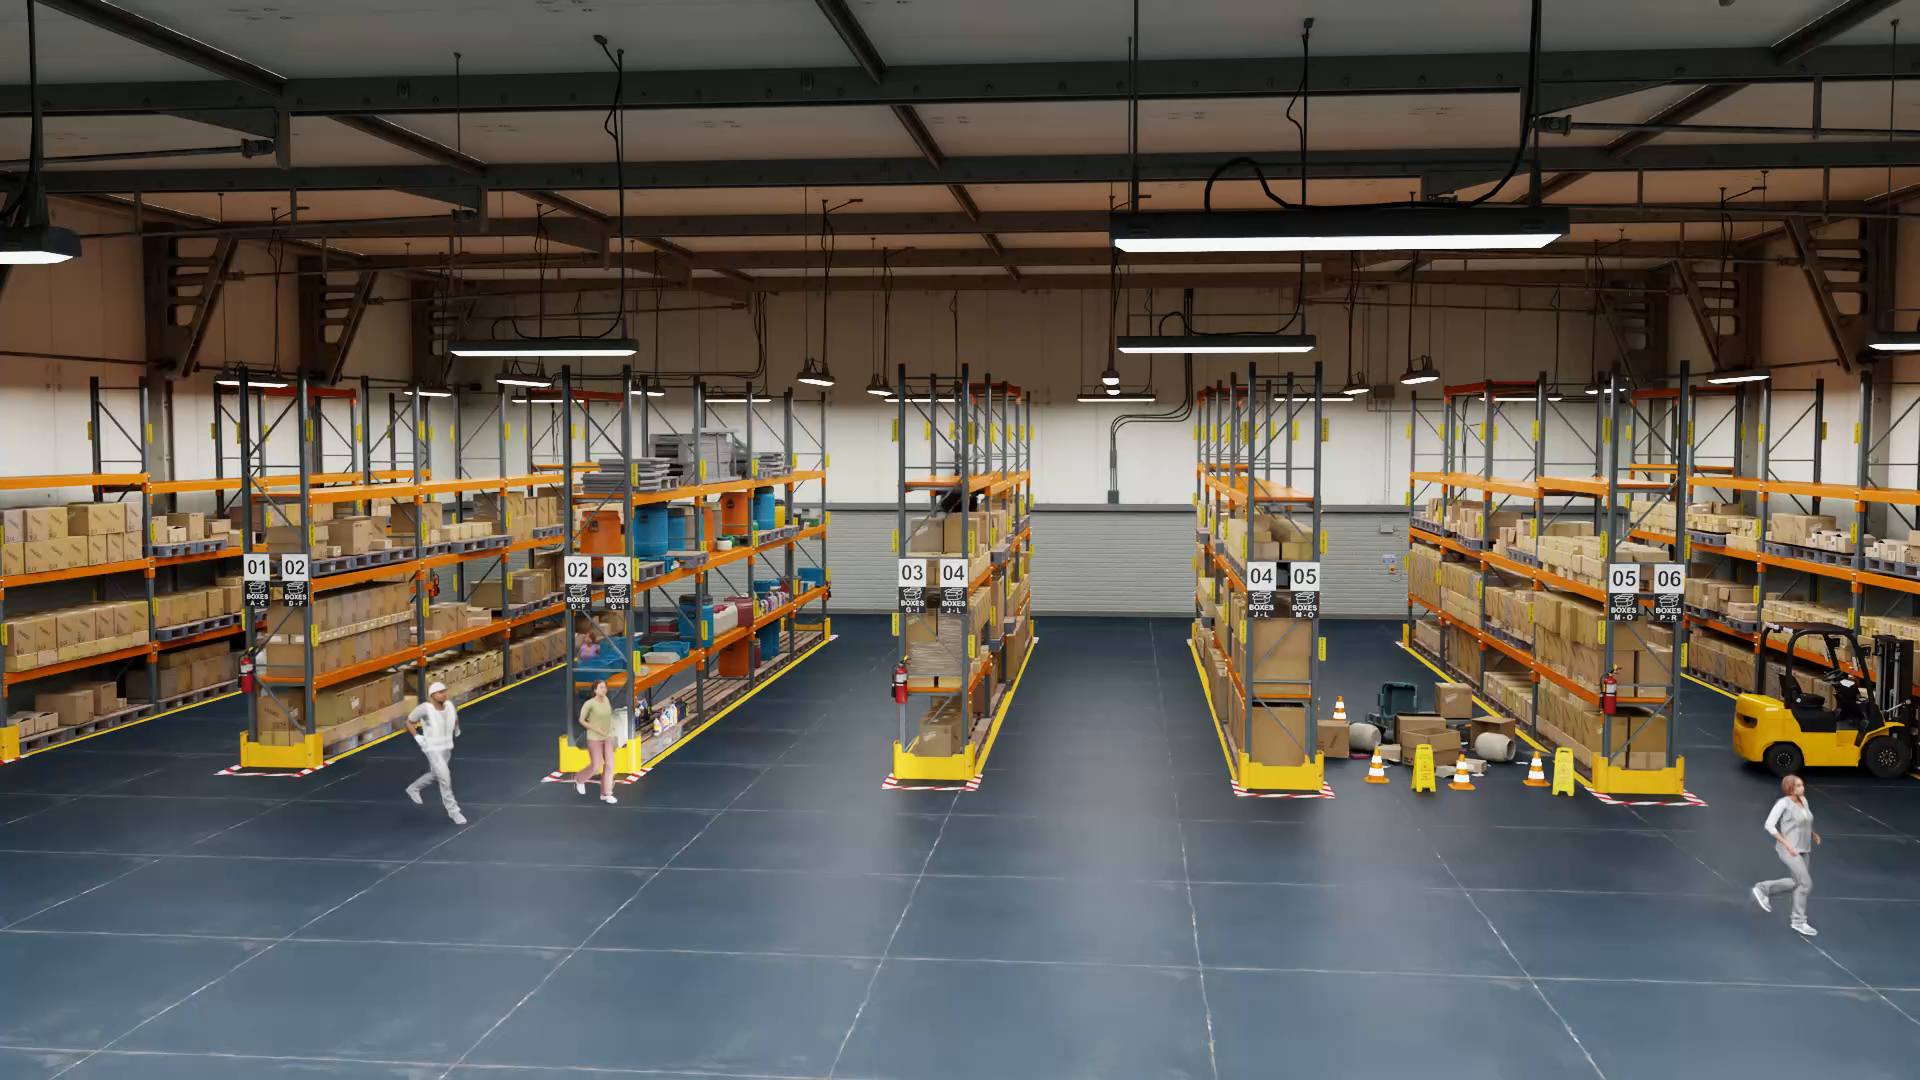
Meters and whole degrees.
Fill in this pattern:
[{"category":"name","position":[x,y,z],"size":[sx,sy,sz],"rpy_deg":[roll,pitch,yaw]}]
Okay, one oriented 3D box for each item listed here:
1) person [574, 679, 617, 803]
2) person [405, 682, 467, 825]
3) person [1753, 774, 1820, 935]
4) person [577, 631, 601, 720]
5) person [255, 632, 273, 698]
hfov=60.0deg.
[{"category":"person","position":[-4.948,2.724,22.705],"size":[0.772,1.669,0.602],"rpy_deg":[3,5,37]},{"category":"person","position":[-6.784,2.732,21.599],"size":[1.149,1.797,0.645],"rpy_deg":[2,4,25]},{"category":"person","position":[8.368,3.147,16.820],"size":[0.534,1.587,0.669],"rpy_deg":[-2,4,-34]},{"category":"person","position":[-6.456,2.366,28.961],"size":[0.535,1.552,0.554],"rpy_deg":[1,4,8]},{"category":"person","position":[-11.593,2.386,27.643],"size":[0.592,1.734,0.684],"rpy_deg":[0,4,4]}]
